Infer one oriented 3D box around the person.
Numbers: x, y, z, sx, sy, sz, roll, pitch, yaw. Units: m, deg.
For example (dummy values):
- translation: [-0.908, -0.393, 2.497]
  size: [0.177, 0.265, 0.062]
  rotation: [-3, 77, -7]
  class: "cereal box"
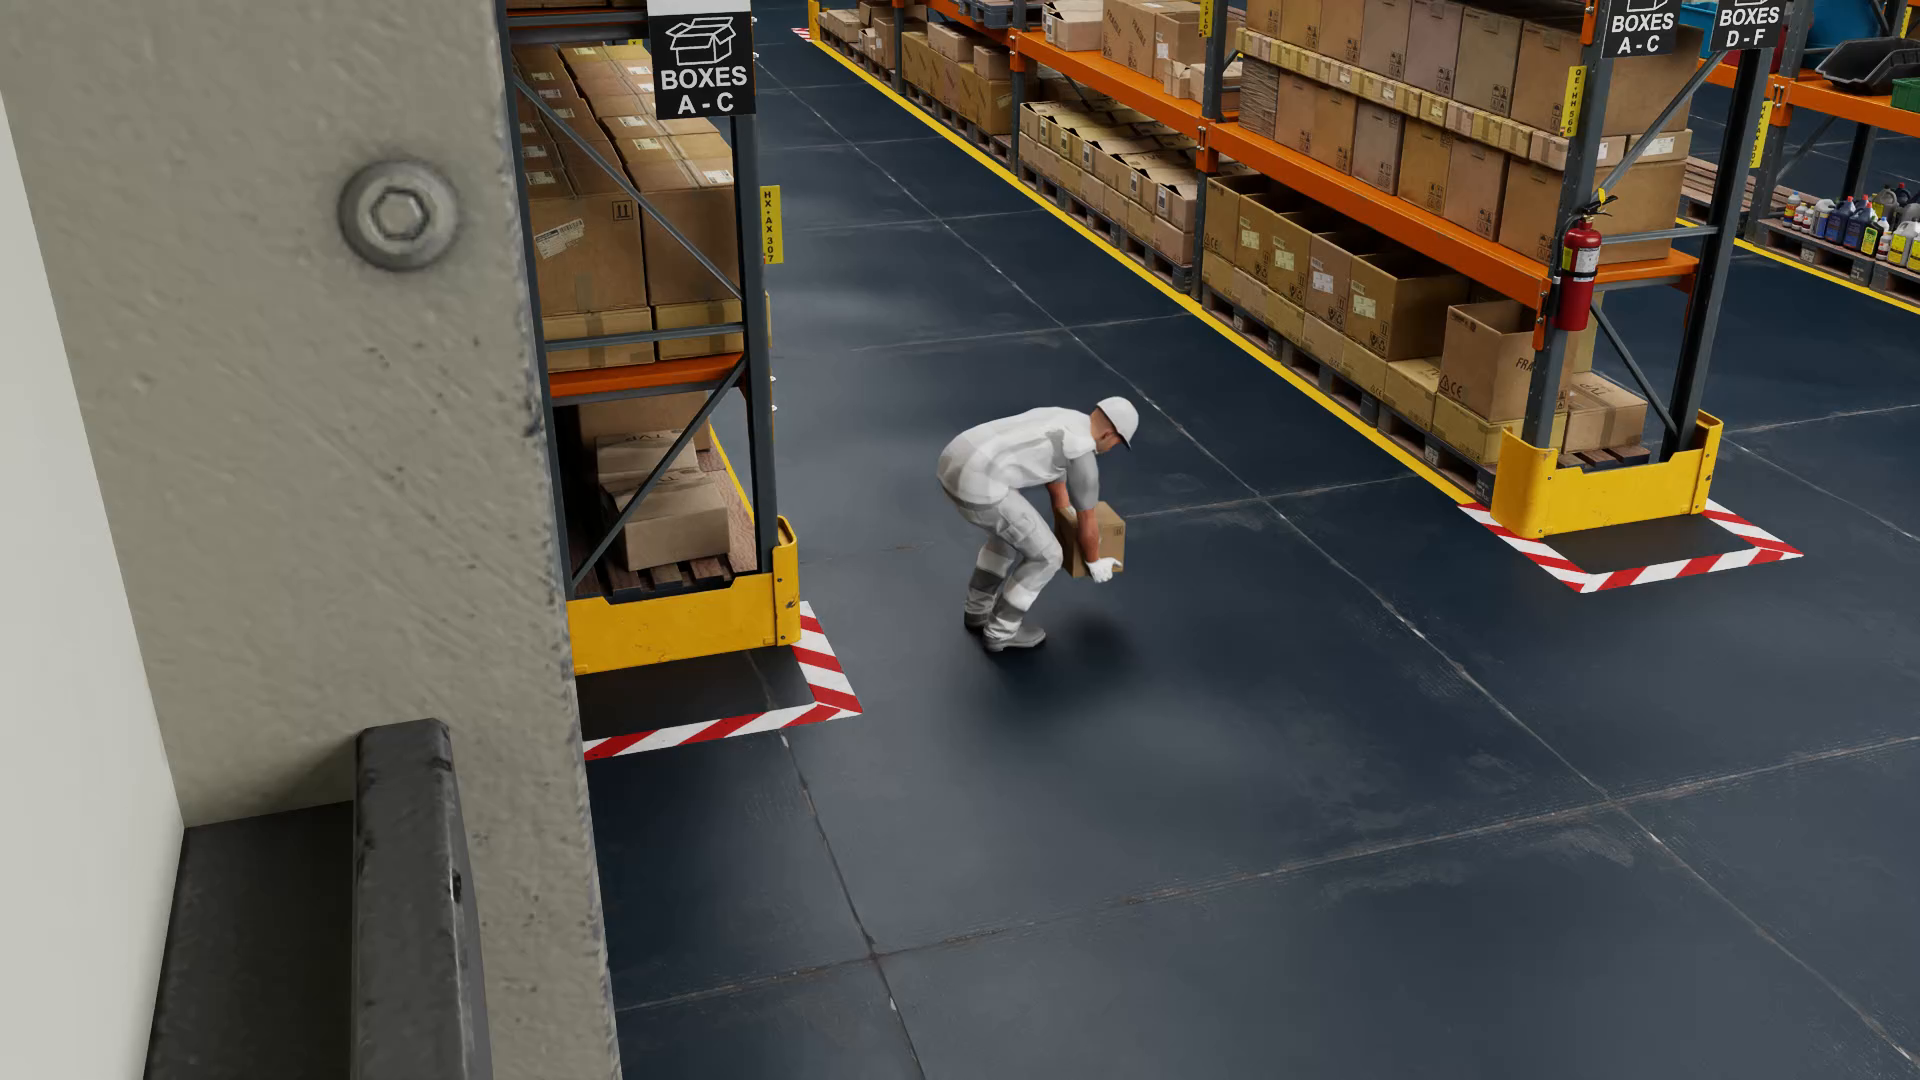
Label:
- translation: [0.365, -0.089, 7.573]
  size: [0.956, 1.077, 0.529]
  rotation: [-10, 28, -20]
  class: "person"
